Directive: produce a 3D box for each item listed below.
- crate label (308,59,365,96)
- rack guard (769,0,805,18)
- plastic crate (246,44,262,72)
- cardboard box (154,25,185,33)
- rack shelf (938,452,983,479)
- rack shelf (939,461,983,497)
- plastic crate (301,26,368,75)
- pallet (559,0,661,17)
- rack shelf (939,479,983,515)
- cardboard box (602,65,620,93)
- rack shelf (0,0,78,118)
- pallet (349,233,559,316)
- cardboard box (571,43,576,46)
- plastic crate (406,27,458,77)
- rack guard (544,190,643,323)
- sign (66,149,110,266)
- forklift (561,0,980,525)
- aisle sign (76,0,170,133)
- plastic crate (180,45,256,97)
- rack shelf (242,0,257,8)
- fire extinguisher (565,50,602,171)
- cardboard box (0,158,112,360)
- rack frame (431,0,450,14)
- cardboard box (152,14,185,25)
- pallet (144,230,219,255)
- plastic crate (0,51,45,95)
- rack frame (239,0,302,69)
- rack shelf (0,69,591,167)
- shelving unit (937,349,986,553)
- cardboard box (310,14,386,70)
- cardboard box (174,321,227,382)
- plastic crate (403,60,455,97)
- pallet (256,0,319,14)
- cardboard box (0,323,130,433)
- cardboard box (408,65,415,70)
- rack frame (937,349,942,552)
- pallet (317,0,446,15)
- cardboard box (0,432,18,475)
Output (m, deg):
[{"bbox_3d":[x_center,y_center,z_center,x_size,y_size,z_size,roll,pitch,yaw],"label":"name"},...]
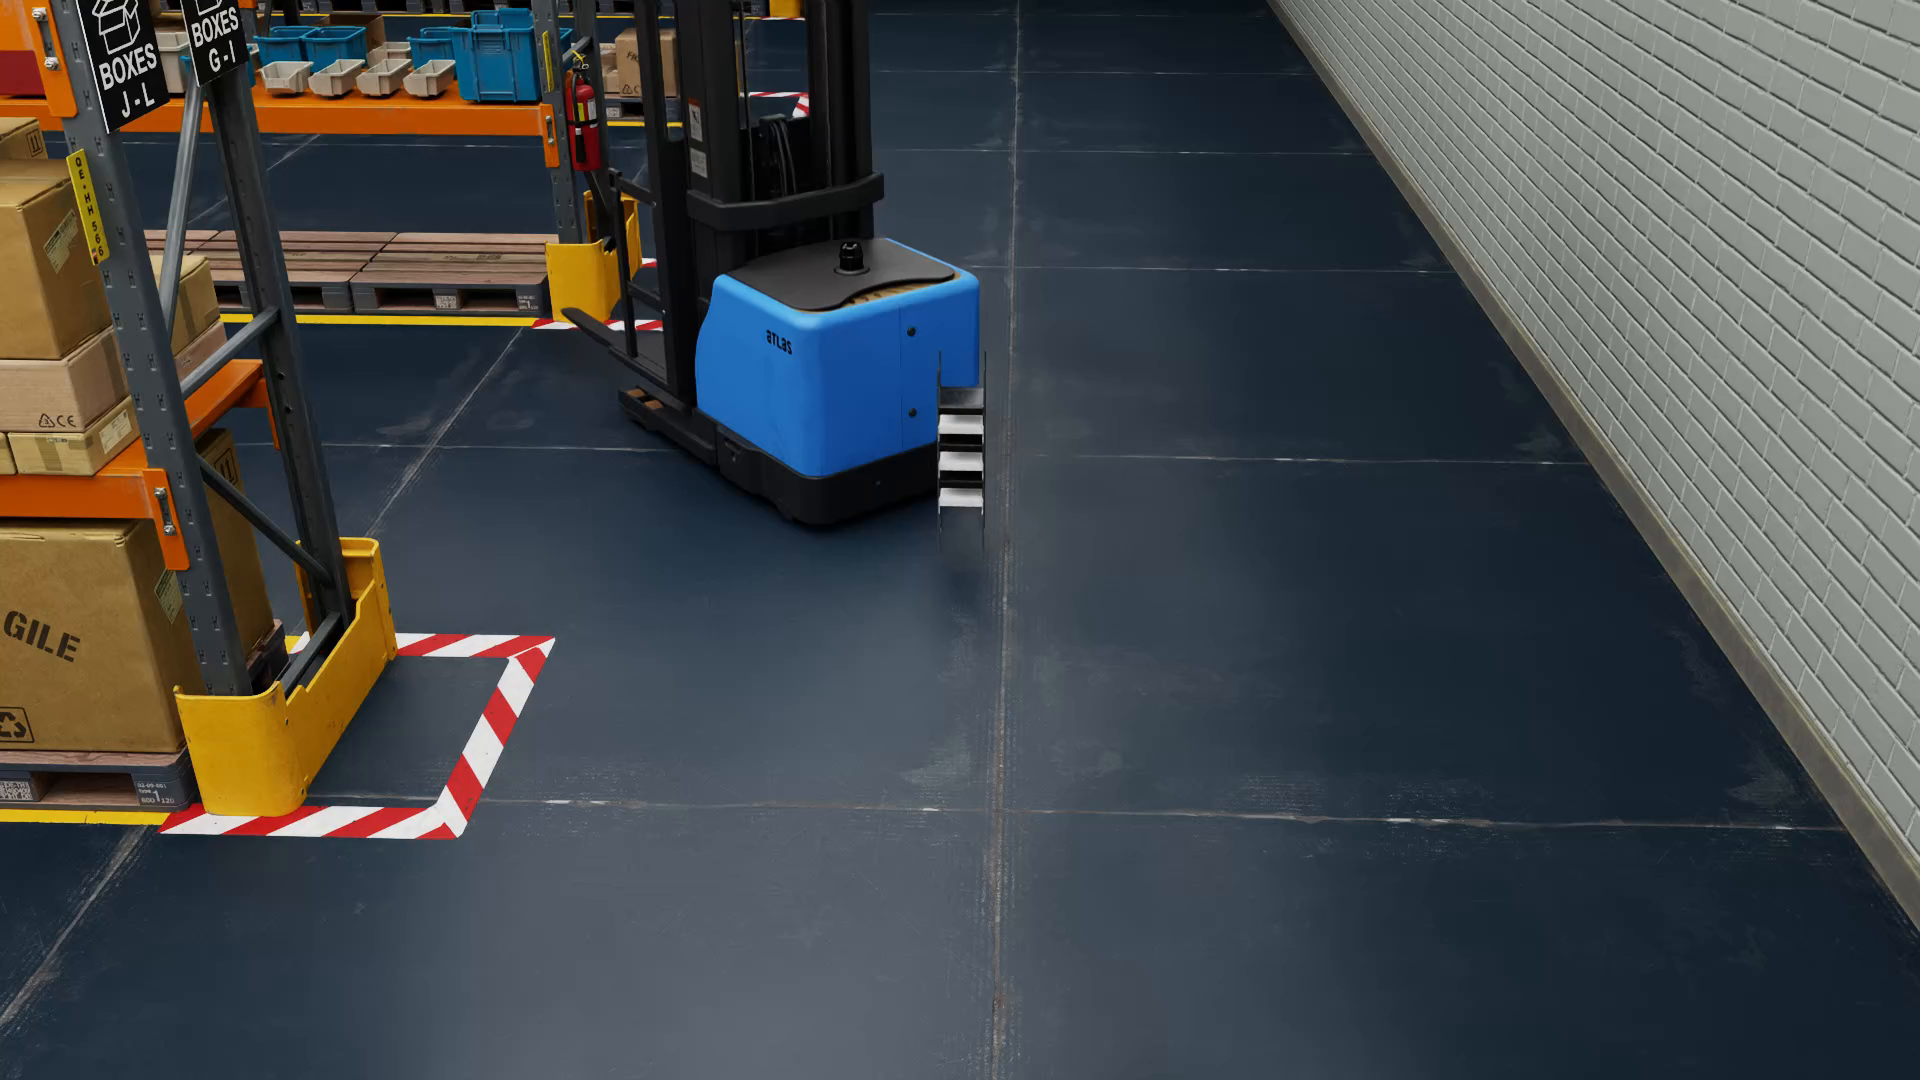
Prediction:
[{"bbox_3d":[-3.753,-2.781,10.011,0.243,0.136,0.396,1,28,2],"label":"crate label"},{"bbox_3d":[-1.990,-6.470,19.421,0.348,0.500,1.175,1,28,2],"label":"rack guard"},{"bbox_3d":[-4.610,-3.026,10.472,0.466,0.136,0.293,1,28,2],"label":"plastic crate"},{"bbox_3d":[-7.180,-4.298,14.855,0.500,0.500,0.500,1,28,2],"label":"cardboard box"},{"bbox_3d":[0.008,-0.368,7.555,0.200,0.077,0.258,1,28,2],"label":"rack shelf"},{"bbox_3d":[0.008,-0.288,7.597,0.200,0.077,0.258,1,28,2],"label":"rack shelf"},{"bbox_3d":[-3.915,-3.070,10.453,0.300,0.233,0.416,1,28,2],"label":"plastic crate"},{"bbox_3d":[-4.032,-6.341,19.486,1.213,0.211,1.003,1,28,2],"label":"pallet"},{"bbox_3d":[0.008,-0.209,7.639,0.200,0.077,0.258,1,28,2],"label":"rack shelf"},{"bbox_3d":[-3.139,-4.141,14.915,0.250,0.166,0.380,1,28,2],"label":"cardboard box"},{"bbox_3d":[-4.537,-1.660,5.244,4.000,0.370,1.077,1,28,2],"label":"rack shelf"},{"bbox_3d":[-3.186,-1.737,10.802,1.213,0.211,1.003,1,28,2],"label":"pallet"},{"bbox_3d":[-3.718,-4.394,15.302,0.500,0.250,0.500,1,28,2],"label":"cardboard box"},{"bbox_3d":[-3.257,-3.059,10.433,0.300,0.233,0.416,1,28,2],"label":"plastic crate"},{"bbox_3d":[-2.339,-1.839,10.685,0.348,0.500,1.175,1,28,2],"label":"rack guard"},{"bbox_3d":[-2.571,-0.982,4.910,0.005,0.325,0.100,1,28,2],"label":"sign"},{"bbox_3d":[-1.183,-1.995,8.384,1.130,2.935,3.031,-20,34,-32],"label":"forklift"},{"bbox_3d":[-2.477,-1.626,4.839,0.004,0.787,0.394,1,28,2],"label":"aisle sign"},{"bbox_3d":[-4.425,-2.804,9.952,0.300,0.233,0.416,1,28,2],"label":"plastic crate"},{"bbox_3d":[-4.184,-4.971,14.693,4.000,0.370,1.077,1,28,2],"label":"rack shelf"},{"bbox_3d":[-2.229,-2.523,9.788,0.183,0.674,0.296,1,28,2],"label":"fire extinguisher"},{"bbox_3d":[-3.035,-0.901,5.288,0.500,0.500,0.500,1,28,2],"label":"cardboard box"},{"bbox_3d":[-6.011,-7.641,18.961,0.127,3.000,1.000,1,28,2],"label":"rack frame"},{"bbox_3d":[-7.191,-4.538,15.307,0.500,0.500,0.500,1,28,3],"label":"cardboard box"},{"bbox_3d":[-5.625,-1.778,10.878,1.213,0.211,1.003,1,28,2],"label":"pallet"},{"bbox_3d":[-5.478,-2.926,9.935,0.583,0.464,0.402,1,28,2],"label":"plastic crate"},{"bbox_3d":[-6.183,-5.322,14.587,0.127,3.000,1.000,1,28,2],"label":"rack frame"},{"bbox_3d":[-4.362,-2.653,10.320,4.000,0.370,1.077,1,28,2],"label":"rack shelf"},{"bbox_3d":[0.008,-0.397,7.539,0.210,0.900,0.258,1,28,2],"label":"shelving unit"},{"bbox_3d":[-5.603,-4.535,15.302,0.500,0.500,0.500,1,28,2],"label":"cardboard box"},{"bbox_3d":[-2.882,-0.669,6.077,0.250,0.149,0.380,1,28,2],"label":"cardboard box"},{"bbox_3d":[-3.185,-2.776,10.002,0.243,0.136,0.396,1,28,2],"label":"plastic crate"},{"bbox_3d":[-8.008,-6.405,19.608,1.213,0.211,1.003,1,28,2],"label":"pallet"},{"bbox_3d":[-3.032,-0.568,5.462,0.500,0.250,0.500,1,28,1],"label":"cardboard box"},{"bbox_3d":[-4.906,-4.147,14.926,0.250,0.166,0.380,1,28,2],"label":"cardboard box"},{"bbox_3d":[-0.093,-0.399,7.542,0.006,0.900,0.240,1,28,2],"label":"rack frame"},{"bbox_3d":[-6.785,-6.386,19.572,1.213,0.211,1.003,1,28,2],"label":"pallet"},{"bbox_3d":[-3.166,-0.363,5.501,0.250,0.149,0.380,1,28,2],"label":"cardboard box"}]
